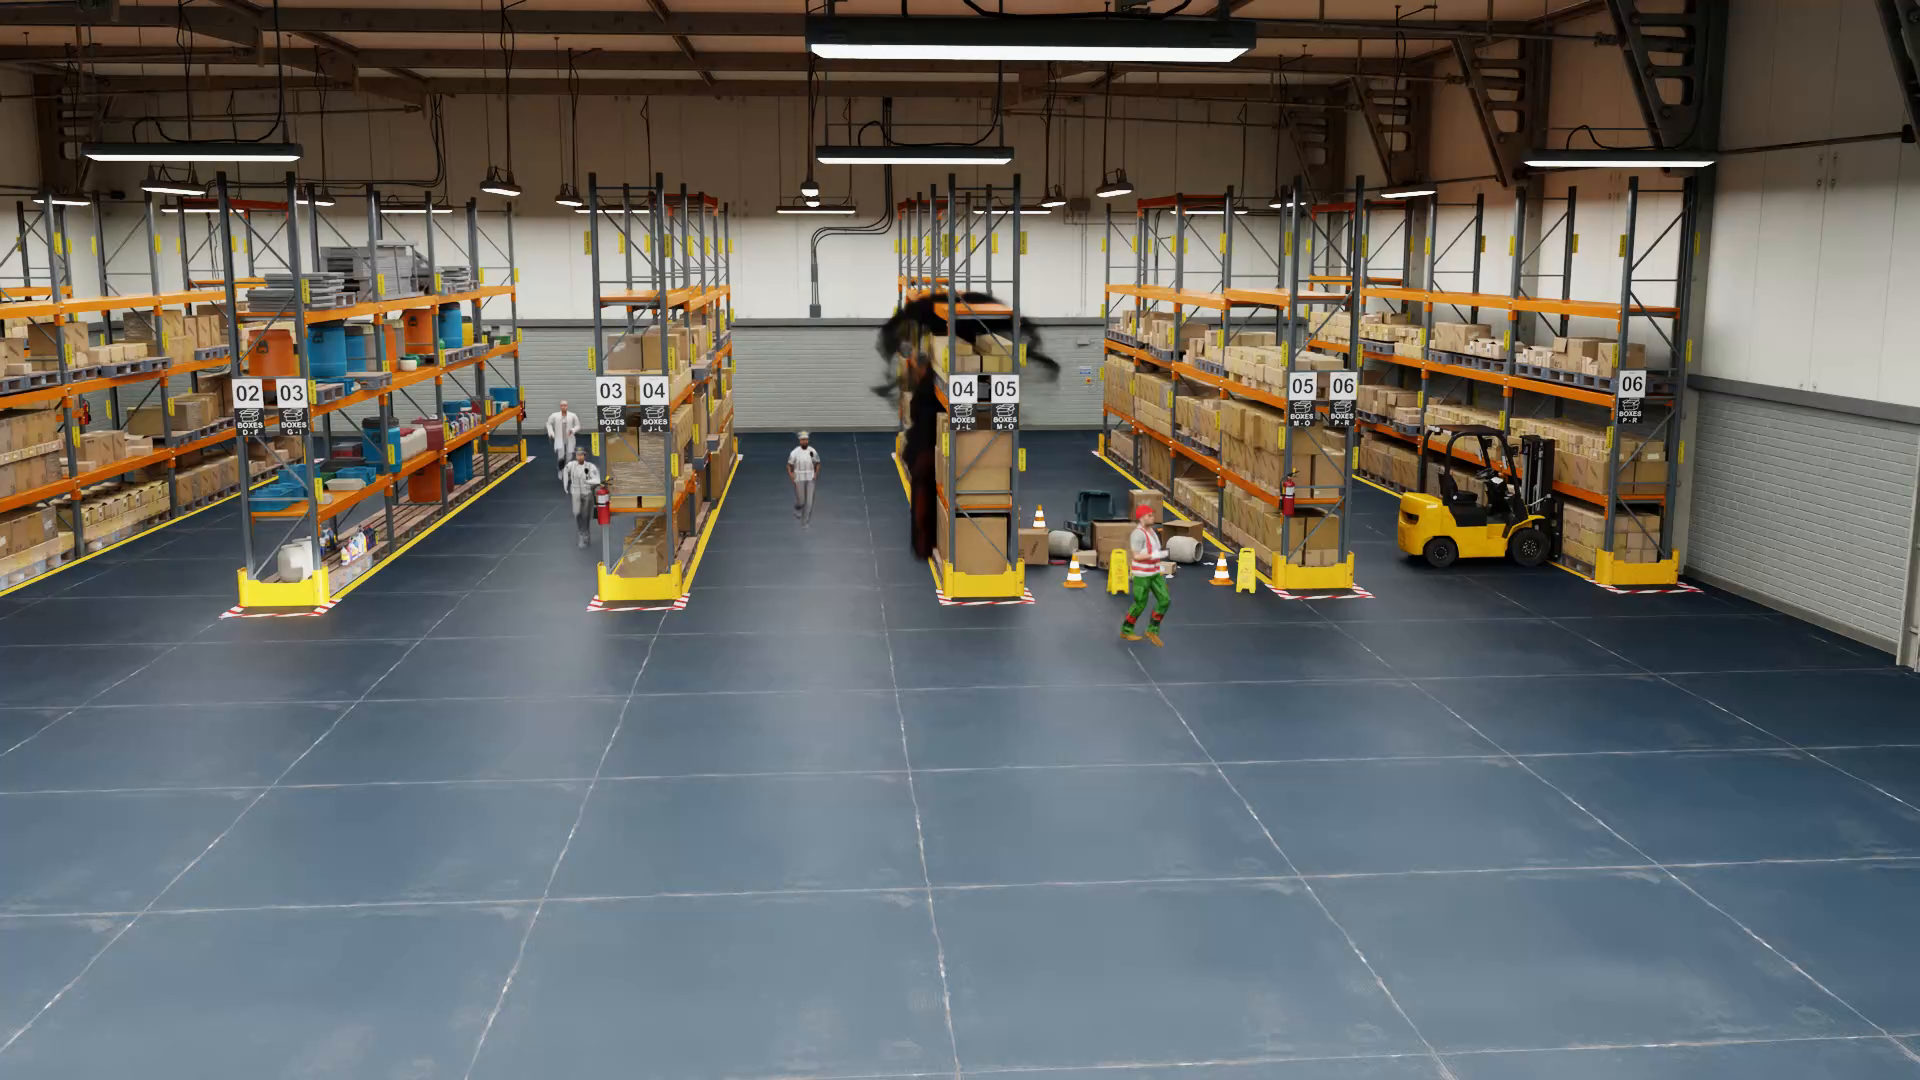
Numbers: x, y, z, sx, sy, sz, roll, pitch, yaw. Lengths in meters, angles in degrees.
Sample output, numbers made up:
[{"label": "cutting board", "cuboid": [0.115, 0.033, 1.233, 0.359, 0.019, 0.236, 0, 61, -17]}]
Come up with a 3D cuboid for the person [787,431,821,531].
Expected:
[{"label": "person", "cuboid": [-2.624, -1.011, 28.047, 0.582, 1.677, 0.577, -3, 10, -15]}]

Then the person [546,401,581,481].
[{"label": "person", "cuboid": [-8.454, -2.104, 35.555, 0.704, 1.734, 0.653, -3, 10, -17]}]

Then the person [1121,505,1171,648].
[{"label": "person", "cuboid": [2.368, 0.461, 20.949, 0.705, 1.824, 0.632, 8, 13, 37]}]

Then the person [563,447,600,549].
[{"label": "person", "cuboid": [-6.385, -0.743, 28.111, 0.636, 1.726, 0.827, -1, 10, -7]}]
